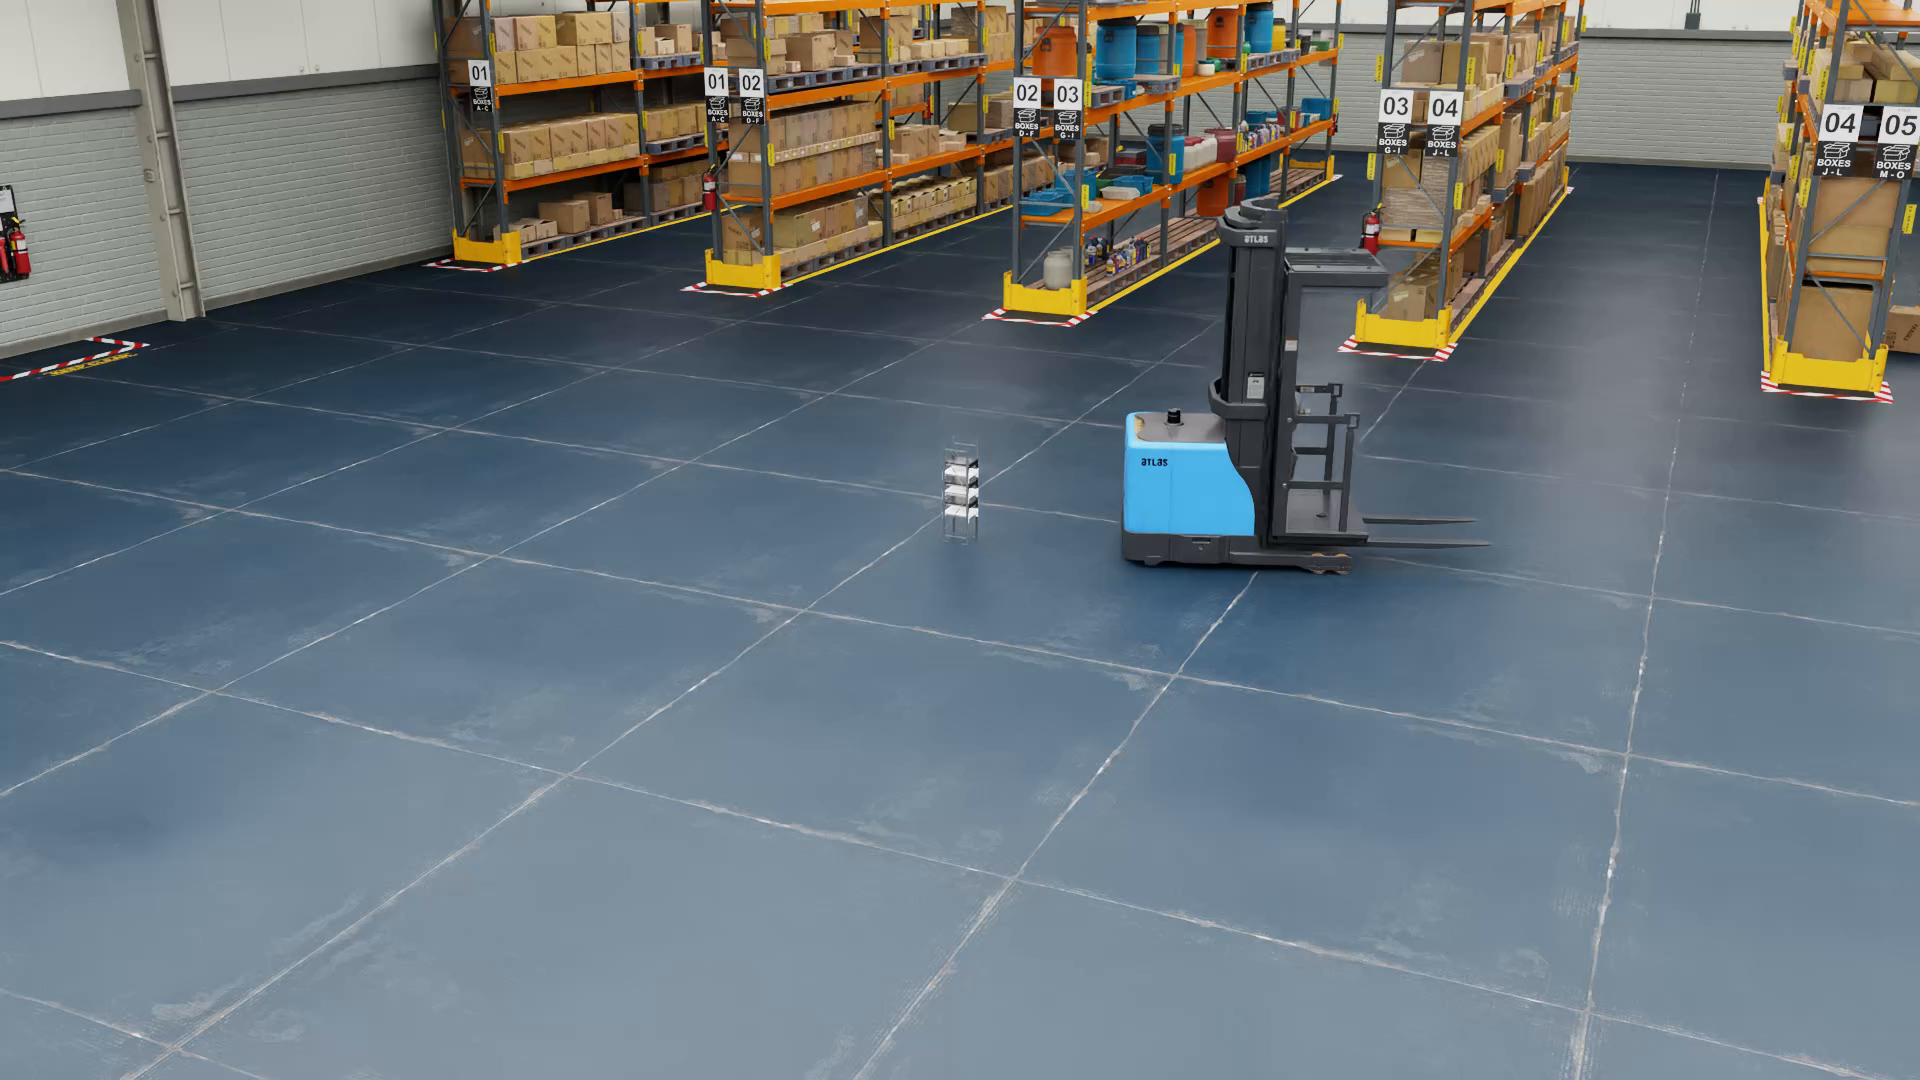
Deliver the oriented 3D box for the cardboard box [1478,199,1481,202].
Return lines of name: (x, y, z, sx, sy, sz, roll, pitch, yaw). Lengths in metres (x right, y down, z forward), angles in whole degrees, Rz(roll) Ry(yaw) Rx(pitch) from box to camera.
cardboard box: (7.284, -4.828, 23.944, 0.380, 0.149, 0.250, 9, 21, 23)

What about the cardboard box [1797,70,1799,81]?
cardboard box: (13.897, -7.684, 26.973, 0.500, 0.500, 0.500, 9, 21, 23)

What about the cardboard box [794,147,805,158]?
cardboard box: (-2.630, -6.011, 25.777, 0.380, 0.149, 0.250, 8, 21, 22)

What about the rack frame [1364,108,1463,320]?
rack frame: (5.734, -3.973, 21.165, 1.000, 3.000, 0.127, 9, 21, 23)

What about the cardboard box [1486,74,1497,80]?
cardboard box: (7.286, -6.430, 23.224, 0.380, 0.149, 0.250, 7, 21, 20)

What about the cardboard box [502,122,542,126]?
cardboard box: (-7.401, -6.789, 28.156, 0.500, 0.500, 0.500, 8, 21, 21)

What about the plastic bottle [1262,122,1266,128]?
plastic bottle: (5.920, -7.992, 32.538, 0.144, 0.351, 0.185, 9, 21, 23)

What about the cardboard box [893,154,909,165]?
cardboard box: (-1.114, -6.681, 29.153, 0.380, 0.149, 0.250, 9, 21, 23)

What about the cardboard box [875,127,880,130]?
cardboard box: (-2.115, -9.679, 39.345, 0.380, 0.149, 0.250, 9, 21, 23)

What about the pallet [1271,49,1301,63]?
pallet: (5.898, -9.392, 32.208, 1.213, 0.211, 1.003, 9, 21, 23)

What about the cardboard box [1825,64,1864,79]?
cardboard box: (10.046, -5.327, 18.903, 0.380, 0.149, 0.250, 9, 21, 23)

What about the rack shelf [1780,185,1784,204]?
rack shelf: (14.313, -5.980, 27.880, 1.077, 0.370, 4.000, 9, 21, 23)

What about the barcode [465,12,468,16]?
barcode: (-7.988, -8.512, 26.914, 0.001, 0.075, 0.075, 9, 21, 23)

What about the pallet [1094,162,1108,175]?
pallet: (2.893, -8.644, 38.459, 1.003, 0.211, 1.213, 9, 21, 23)

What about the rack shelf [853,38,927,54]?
rack shelf: (-2.090, -11.366, 38.550, 1.077, 0.370, 4.000, 9, 21, 23)

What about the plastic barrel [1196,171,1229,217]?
plastic barrel: (4.676, -6.426, 30.672, 0.600, 0.830, 0.708, 9, 21, 23)

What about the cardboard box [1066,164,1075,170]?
cardboard box: (2.326, -8.239, 36.731, 0.380, 0.166, 0.250, 9, 21, 23)

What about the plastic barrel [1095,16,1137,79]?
plastic barrel: (2.348, -7.433, 25.043, 0.600, 0.901, 0.708, 9, 21, 23)

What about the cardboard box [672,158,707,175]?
cardboard box: (-5.291, -7.290, 32.445, 0.500, 0.250, 0.500, 8, 21, 22)

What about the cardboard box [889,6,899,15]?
cardboard box: (-1.742, -12.271, 38.349, 0.500, 0.500, 0.500, 8, 21, 20)

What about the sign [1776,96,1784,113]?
sign: (16.275, -8.635, 32.981, 0.100, 0.325, 0.005, 9, 21, 23)

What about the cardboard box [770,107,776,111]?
cardboard box: (-4.114, -8.768, 34.023, 0.500, 0.500, 0.500, 9, 22, 24)

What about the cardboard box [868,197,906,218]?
cardboard box: (-1.267, -5.815, 28.984, 0.500, 0.311, 0.500, 9, 21, 23)

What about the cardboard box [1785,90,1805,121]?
cardboard box: (15.078, -7.769, 29.753, 0.500, 0.500, 0.500, 8, 21, 21)

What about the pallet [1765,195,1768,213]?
pallet: (16.374, -6.572, 32.634, 1.003, 0.211, 1.213, 9, 21, 23)

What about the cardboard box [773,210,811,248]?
cardboard box: (-2.676, -4.876, 26.060, 0.500, 0.500, 0.500, 9, 21, 23)

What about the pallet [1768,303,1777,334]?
pallet: (11.473, -2.949, 22.446, 1.003, 0.211, 1.213, 9, 21, 23)

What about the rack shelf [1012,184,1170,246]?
rack shelf: (2.035, -4.925, 24.915, 1.077, 0.370, 4.000, 9, 21, 23)

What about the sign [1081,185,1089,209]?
sign: (1.716, -4.707, 22.813, 0.100, 0.325, 0.005, 9, 21, 23)

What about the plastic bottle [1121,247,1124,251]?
plastic bottle: (2.538, -4.416, 25.805, 0.061, 0.283, 0.133, 9, 21, 23)

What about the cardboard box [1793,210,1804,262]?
cardboard box: (10.534, -3.623, 19.957, 0.875, 0.550, 0.550, 9, 21, 23)

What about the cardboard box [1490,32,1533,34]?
cardboard box: (9.194, -8.275, 28.003, 0.797, 0.503, 0.637, 10, 22, 26)

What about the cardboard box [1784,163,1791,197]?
cardboard box: (12.651, -5.344, 24.871, 0.500, 0.500, 0.500, 9, 21, 23)

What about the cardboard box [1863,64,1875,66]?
cardboard box: (11.681, -5.872, 21.031, 0.500, 0.250, 0.500, 8, 21, 22)

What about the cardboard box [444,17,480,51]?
cardboard box: (-7.885, -8.121, 26.679, 0.500, 0.500, 0.500, 10, 22, 25)

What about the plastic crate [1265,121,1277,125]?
plastic crate: (6.343, -8.599, 34.492, 0.437, 0.125, 0.590, 9, 21, 23)

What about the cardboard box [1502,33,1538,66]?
cardboard box: (9.043, -7.935, 26.931, 0.500, 0.500, 0.500, 9, 22, 24)

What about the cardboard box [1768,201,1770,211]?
cardboard box: (15.405, -6.268, 31.244, 0.380, 0.149, 0.250, 9, 21, 23)

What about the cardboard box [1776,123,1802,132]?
cardboard box: (14.551, -7.233, 29.190, 0.380, 0.149, 0.250, 10, 22, 25)

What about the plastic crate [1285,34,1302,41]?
plastic crate: (6.891, -10.499, 35.129, 0.504, 0.338, 0.767, 9, 21, 23)

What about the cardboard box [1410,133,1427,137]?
cardboard box: (6.353, -5.292, 22.786, 0.500, 0.500, 0.500, 9, 21, 23)

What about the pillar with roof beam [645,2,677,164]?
pillar with roof beam: (-1.941, -10.415, 30.325, 9.100, 9.000, 0.400, 9, 21, 23)

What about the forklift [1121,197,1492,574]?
forklift: (2.900, -1.284, 13.706, 3.031, 2.935, 1.130, 1, 20, 4)

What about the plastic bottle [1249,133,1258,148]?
plastic bottle: (5.532, -7.552, 31.412, 0.152, 0.276, 0.135, 9, 21, 23)

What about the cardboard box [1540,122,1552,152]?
cardboard box: (10.706, -7.508, 30.955, 0.500, 0.500, 0.500, 9, 21, 23)

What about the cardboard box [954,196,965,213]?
cardboard box: (-0.227, -6.329, 31.266, 0.500, 0.250, 0.500, 8, 21, 22)

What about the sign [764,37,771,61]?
sign: (-2.798, -7.118, 24.108, 0.100, 0.325, 0.005, 9, 21, 23)

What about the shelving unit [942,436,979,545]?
shelving unit: (0.003, -0.426, 14.325, 0.258, 0.900, 0.210, 9, 21, 23)

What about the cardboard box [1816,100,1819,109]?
cardboard box: (10.253, -5.105, 19.470, 0.380, 0.149, 0.250, 9, 21, 24)

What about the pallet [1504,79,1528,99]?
pallet: (7.722, -6.695, 24.621, 1.213, 0.211, 1.003, 9, 21, 23)

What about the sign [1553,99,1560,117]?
sign: (11.147, -8.078, 31.098, 0.100, 0.325, 0.005, 9, 21, 23)

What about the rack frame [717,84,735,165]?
rack frame: (-4.547, -8.458, 33.774, 1.000, 3.000, 0.127, 9, 21, 23)

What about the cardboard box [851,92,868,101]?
cardboard box: (-2.672, -9.986, 37.622, 0.980, 0.700, 0.700, 9, 21, 24)

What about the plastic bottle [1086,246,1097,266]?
plastic bottle: (2.039, -4.410, 25.800, 0.152, 0.276, 0.135, 9, 21, 23)
